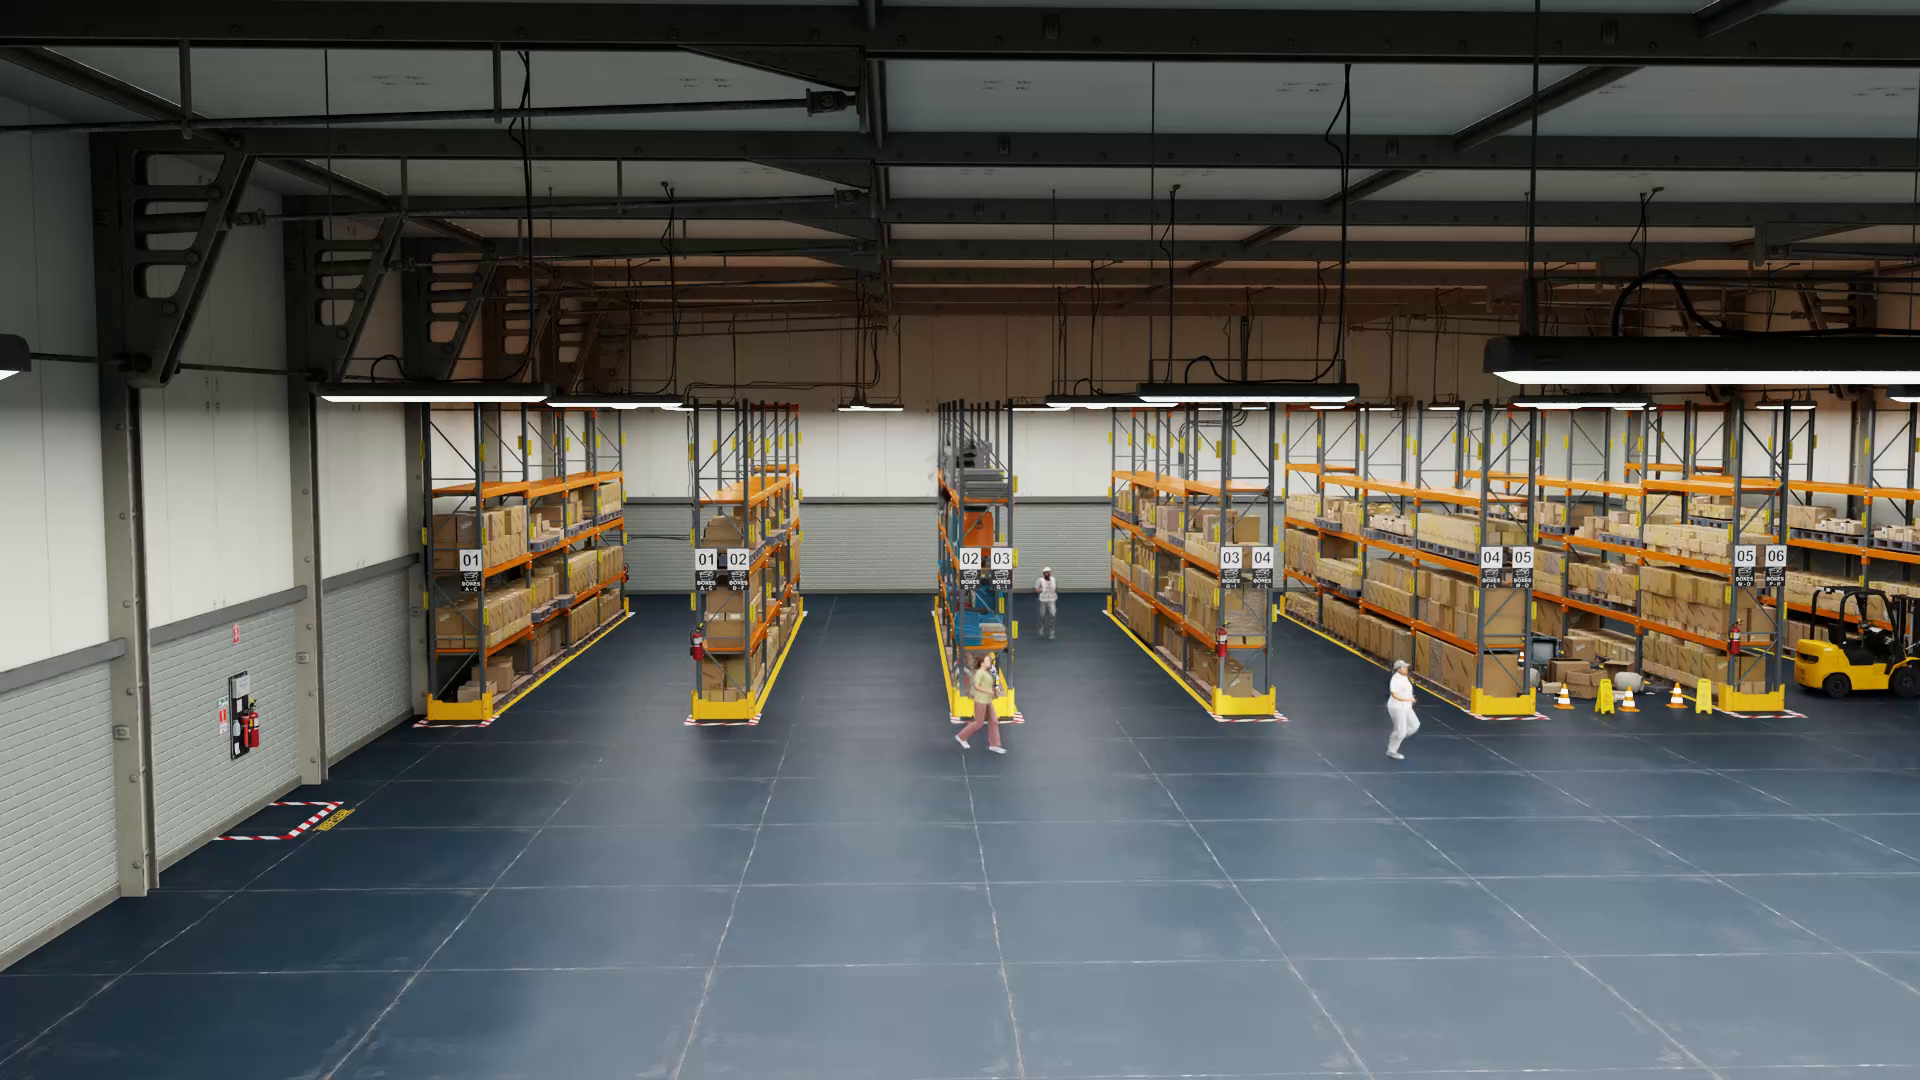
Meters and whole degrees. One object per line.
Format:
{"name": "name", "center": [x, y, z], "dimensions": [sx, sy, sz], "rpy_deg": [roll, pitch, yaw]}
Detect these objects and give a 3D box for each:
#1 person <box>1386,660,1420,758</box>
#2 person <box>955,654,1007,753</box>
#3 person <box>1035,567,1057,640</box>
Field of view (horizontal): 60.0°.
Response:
{"name": "person", "center": [7.374, 2.807, 27.648], "dimensions": [0.514, 1.637, 0.657], "rpy_deg": [3, 5, 33]}
{"name": "person", "center": [0.354, 2.756, 28.089], "dimensions": [0.899, 1.676, 0.576], "rpy_deg": [2, 5, 20]}
{"name": "person", "center": [2.203, 1.608, 42.450], "dimensions": [0.673, 1.856, 0.821], "rpy_deg": [-1, 4, -13]}
